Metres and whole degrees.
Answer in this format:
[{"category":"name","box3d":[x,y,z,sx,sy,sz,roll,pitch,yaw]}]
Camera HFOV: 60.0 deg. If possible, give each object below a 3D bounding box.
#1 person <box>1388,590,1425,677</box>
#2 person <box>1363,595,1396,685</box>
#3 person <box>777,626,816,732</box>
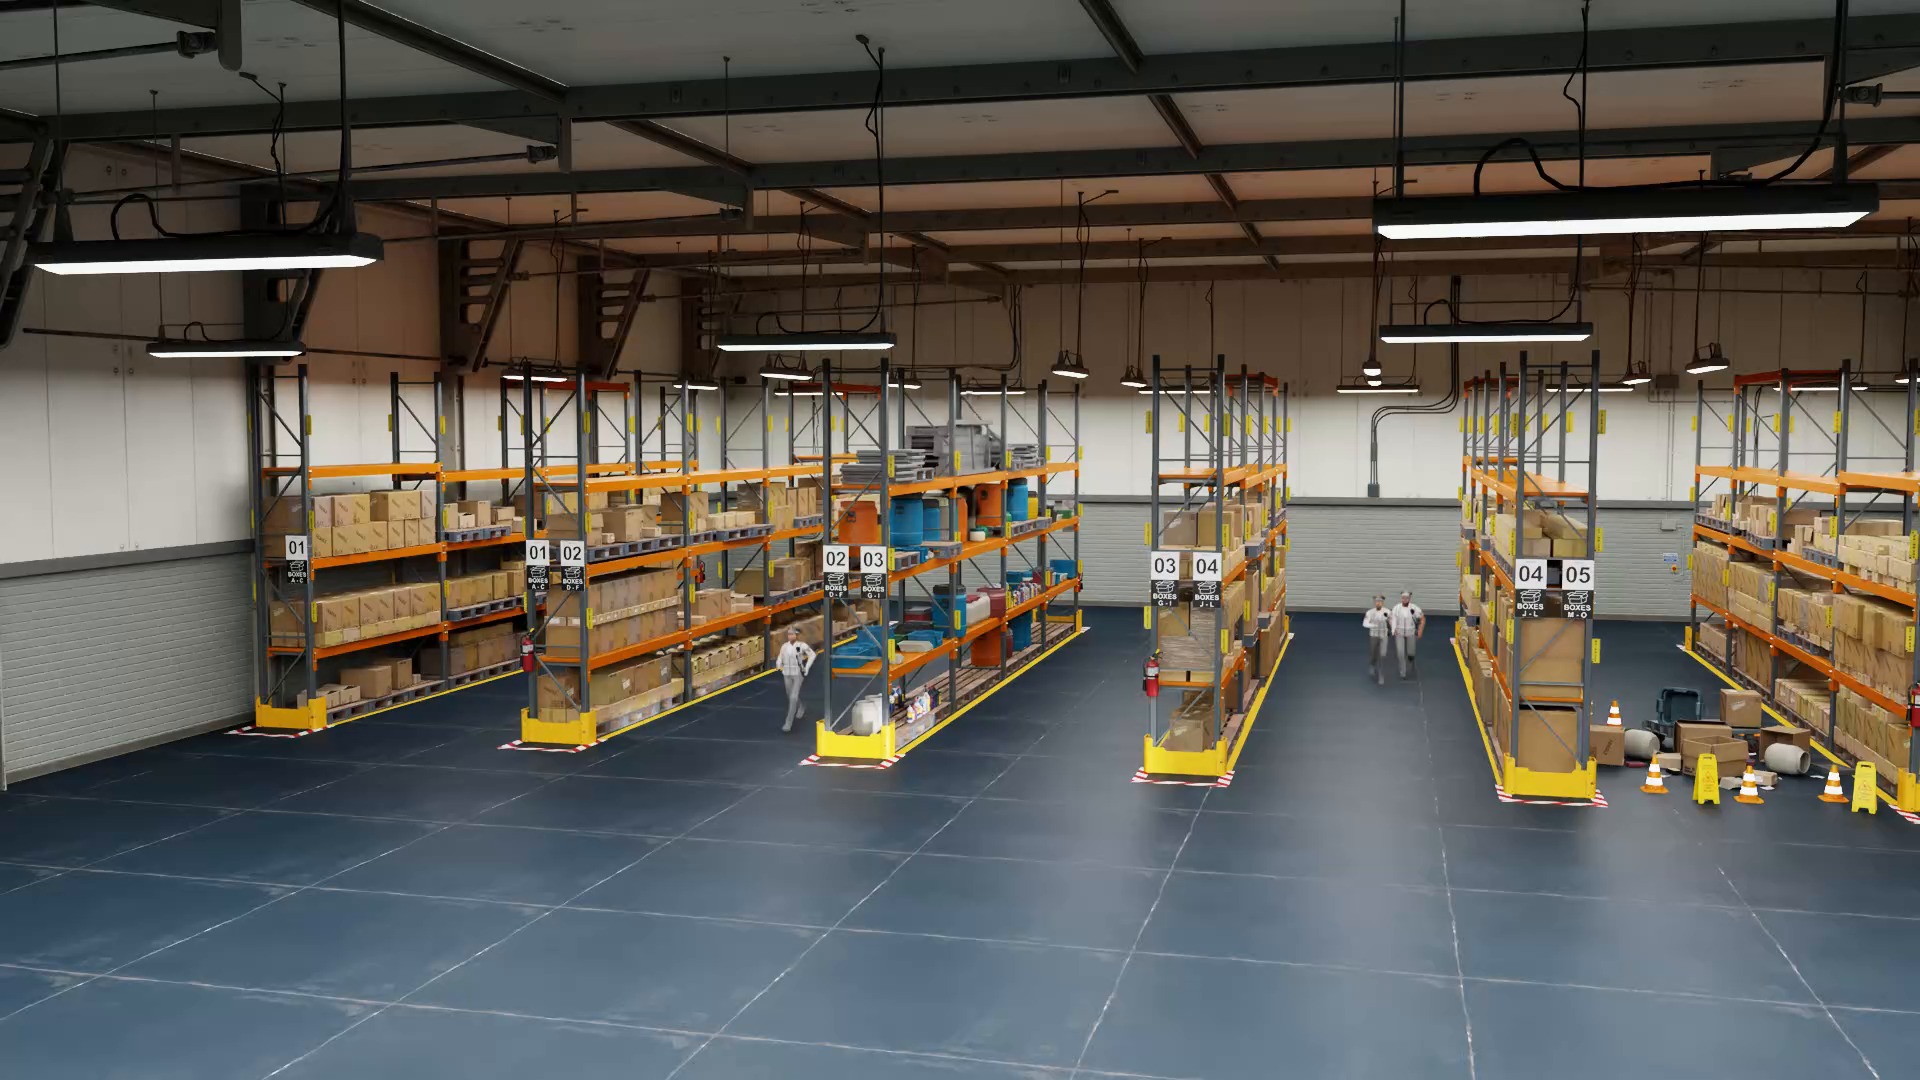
[{"category":"person","box3d":[8.858,1.851,33.027,0.713,1.728,0.594,1,4,17]},{"category":"person","box3d":[8.200,1.914,32.522,0.621,1.729,0.919,1,4,14]},{"category":"person","box3d":[-2.744,2.261,27.548,0.626,1.706,0.921,1,4,21]}]
